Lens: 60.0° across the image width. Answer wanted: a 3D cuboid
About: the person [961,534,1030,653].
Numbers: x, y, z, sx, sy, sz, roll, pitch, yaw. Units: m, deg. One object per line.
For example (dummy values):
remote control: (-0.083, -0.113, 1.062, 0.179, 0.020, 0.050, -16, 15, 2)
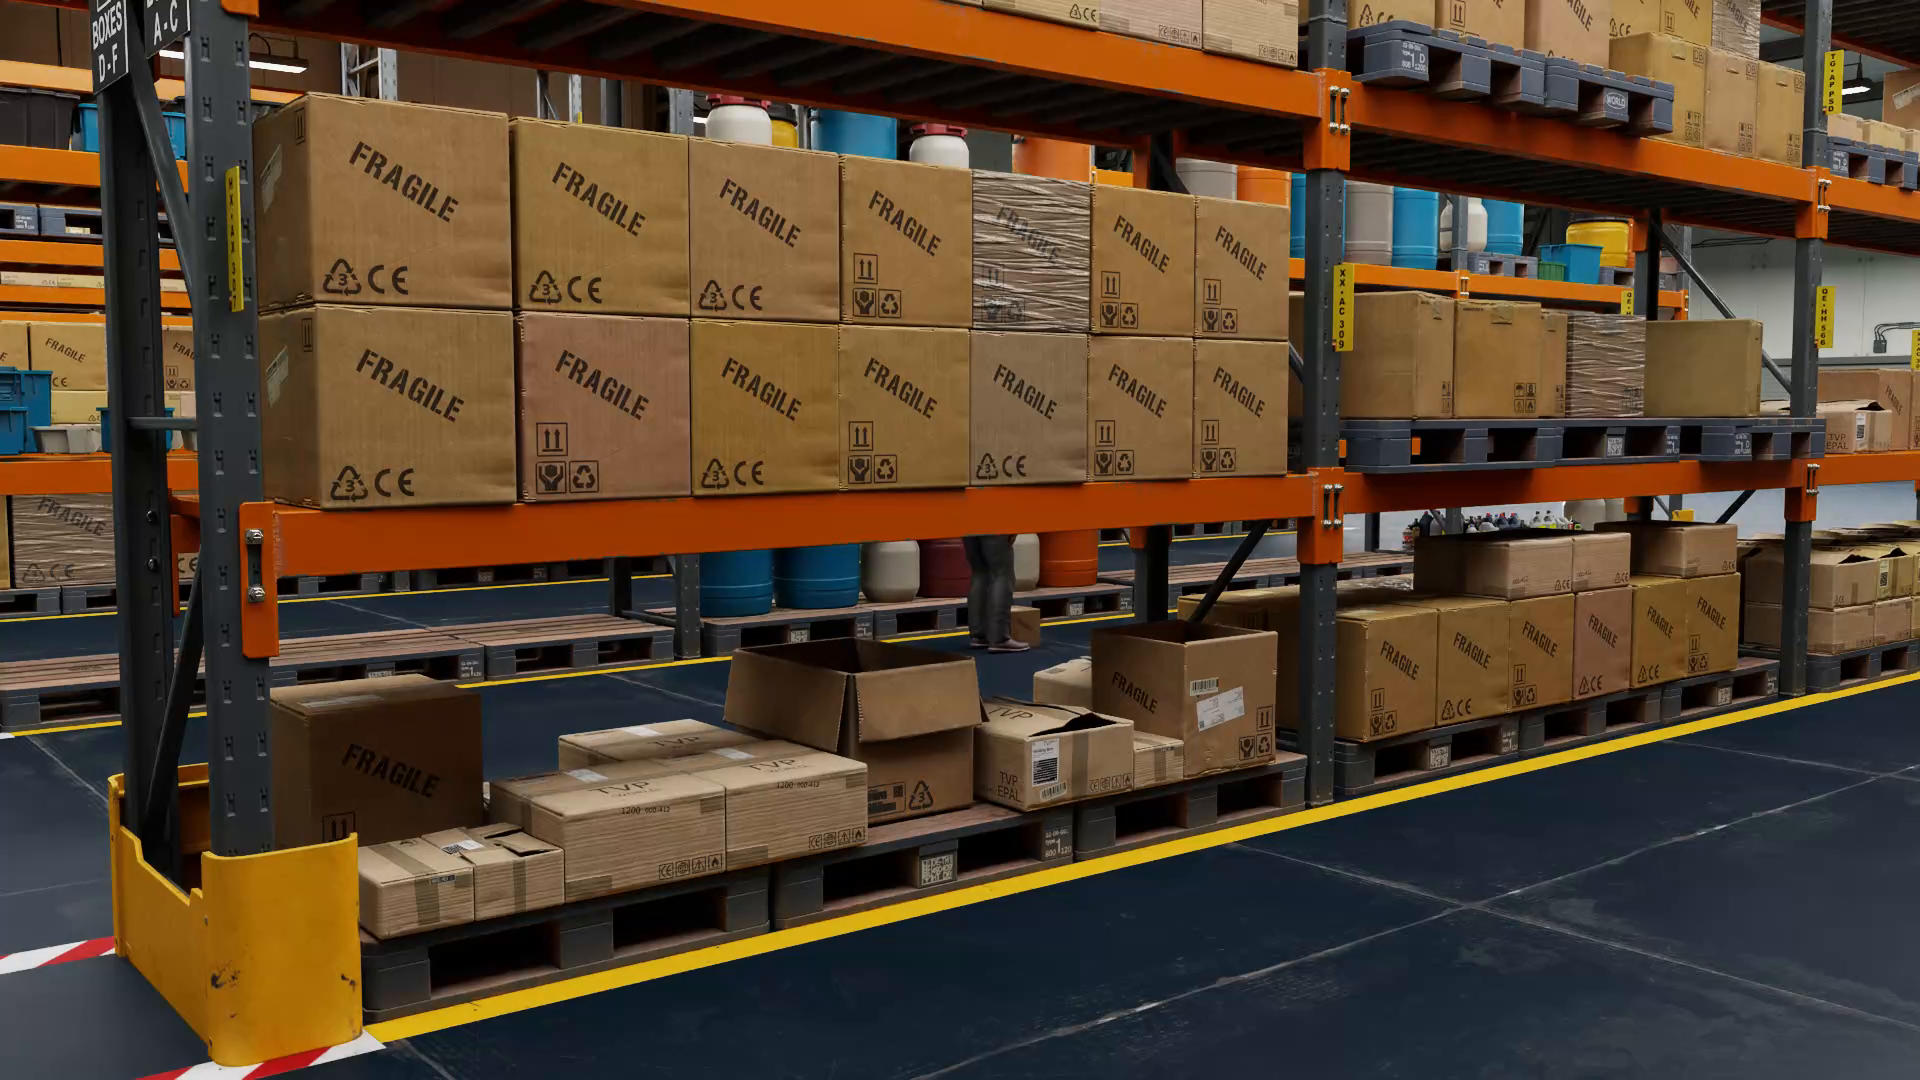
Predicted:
person: (0.201, -0.113, 10.760, 0.402, 1.653, 0.518, -4, 6, -42)
